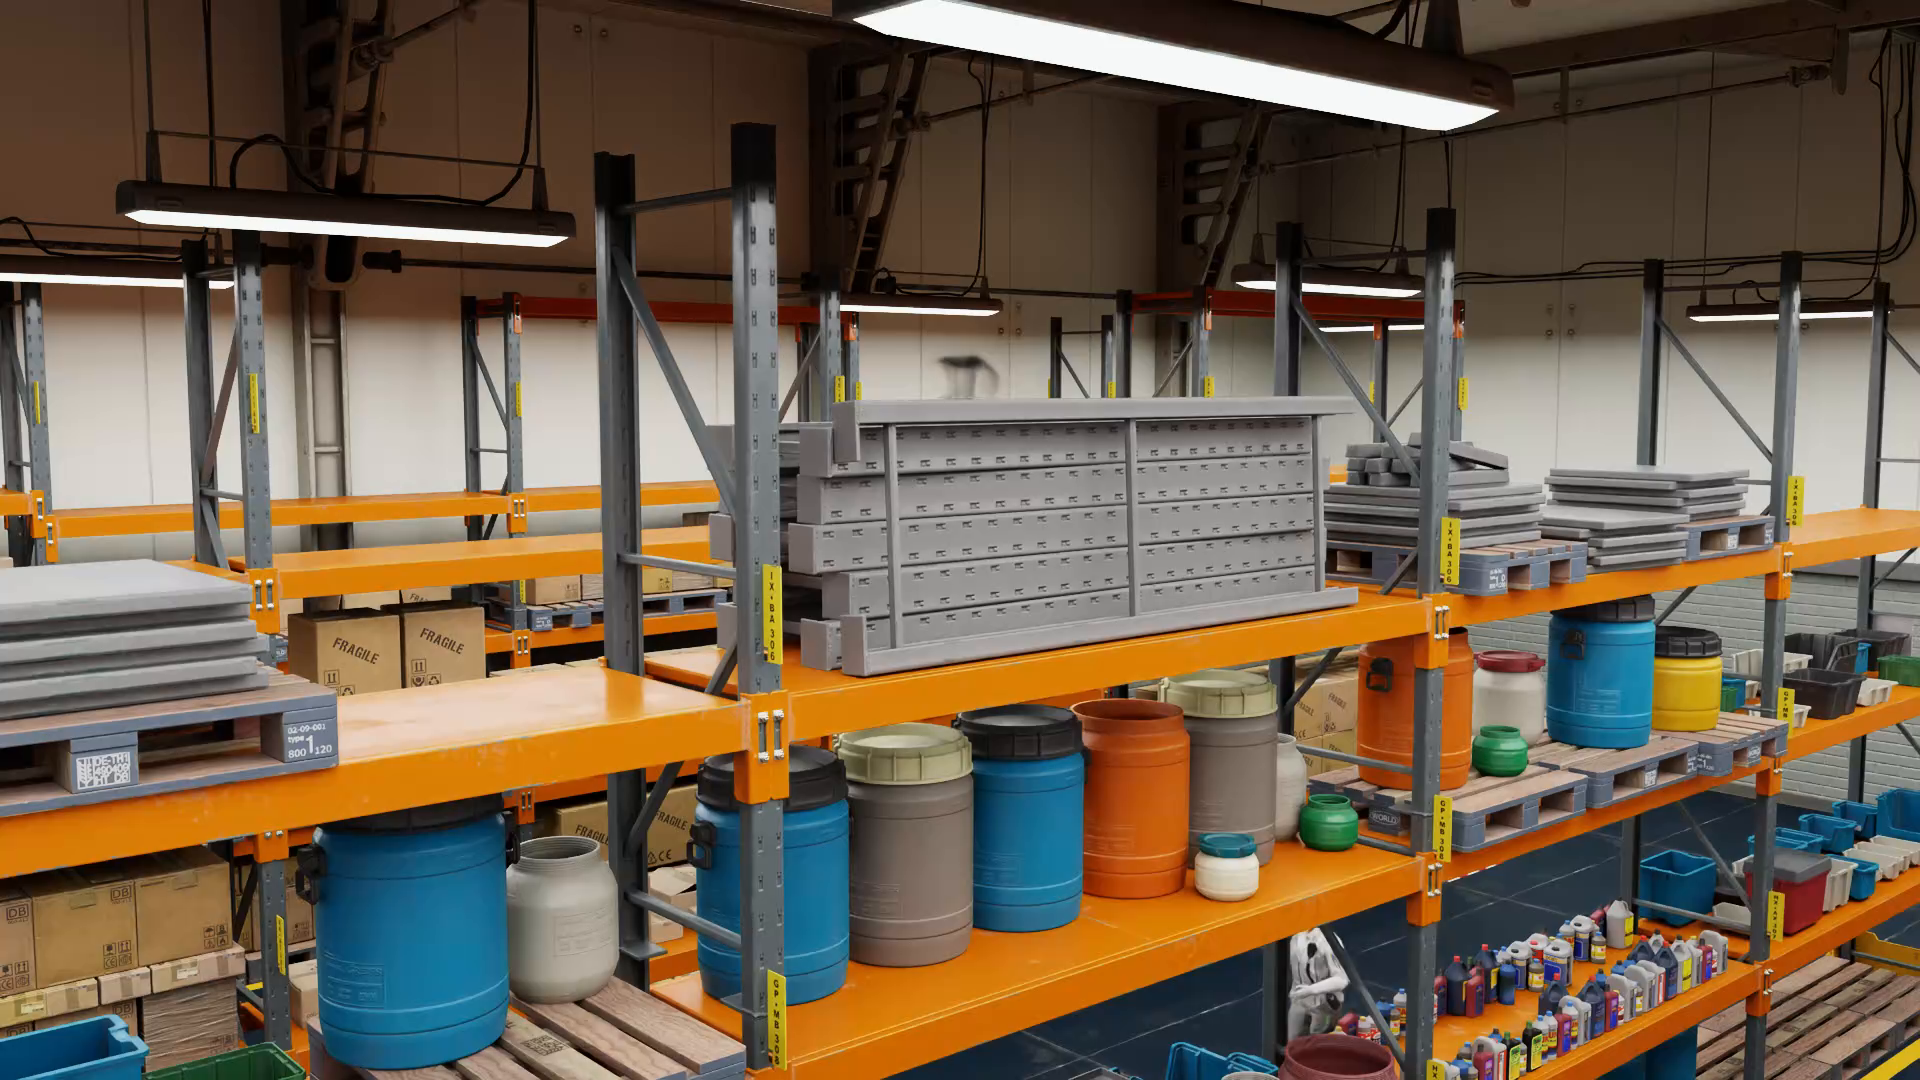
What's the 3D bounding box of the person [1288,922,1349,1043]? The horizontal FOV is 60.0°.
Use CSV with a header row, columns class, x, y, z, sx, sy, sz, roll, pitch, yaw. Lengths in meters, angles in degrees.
class,x,y,z,sx,sy,sz,roll,pitch,yaw
person,2.437,3.242,11.590,0.544,1.666,0.598,-3,6,-30
